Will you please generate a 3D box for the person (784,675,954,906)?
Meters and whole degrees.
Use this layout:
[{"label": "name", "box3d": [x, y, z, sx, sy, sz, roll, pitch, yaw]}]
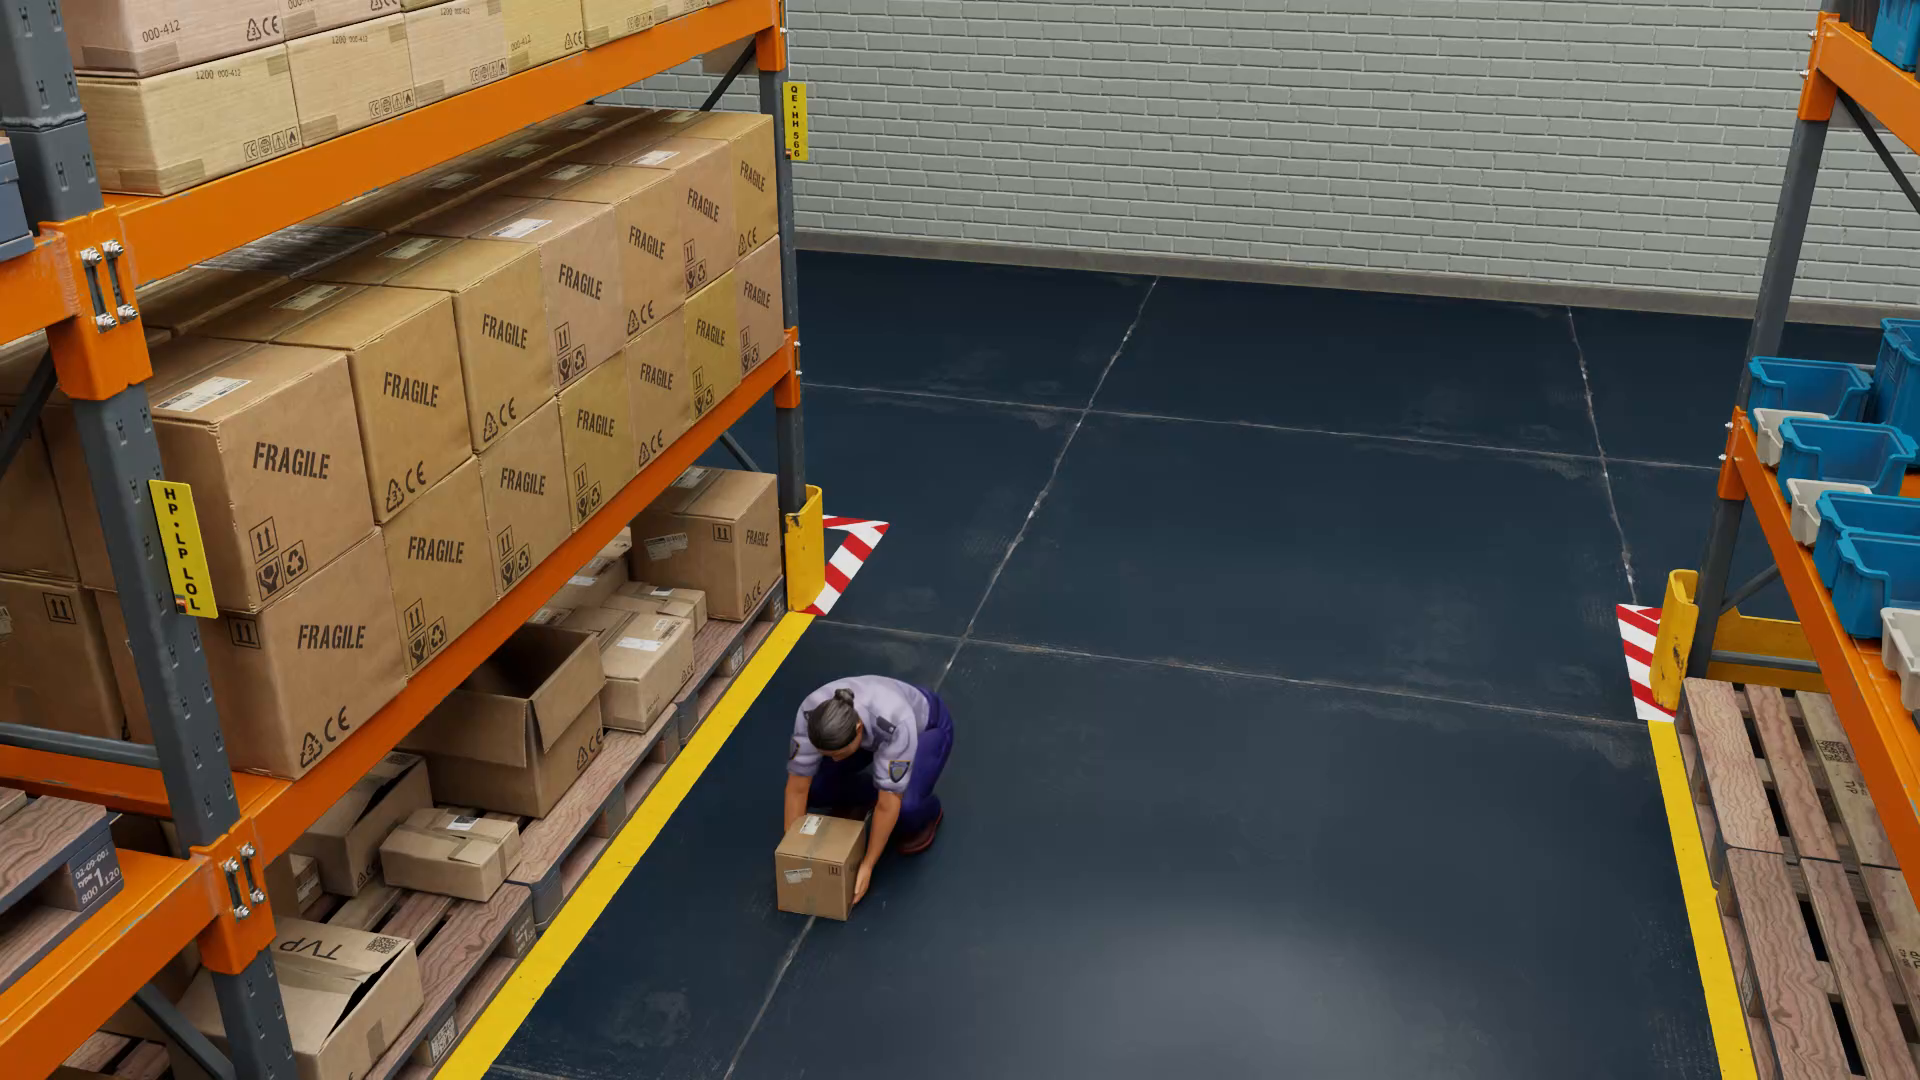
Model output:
[{"label": "person", "box3d": [-0.338, 0.777, 5.994, 0.529, 0.802, 0.849, 12, 28, 24]}]
